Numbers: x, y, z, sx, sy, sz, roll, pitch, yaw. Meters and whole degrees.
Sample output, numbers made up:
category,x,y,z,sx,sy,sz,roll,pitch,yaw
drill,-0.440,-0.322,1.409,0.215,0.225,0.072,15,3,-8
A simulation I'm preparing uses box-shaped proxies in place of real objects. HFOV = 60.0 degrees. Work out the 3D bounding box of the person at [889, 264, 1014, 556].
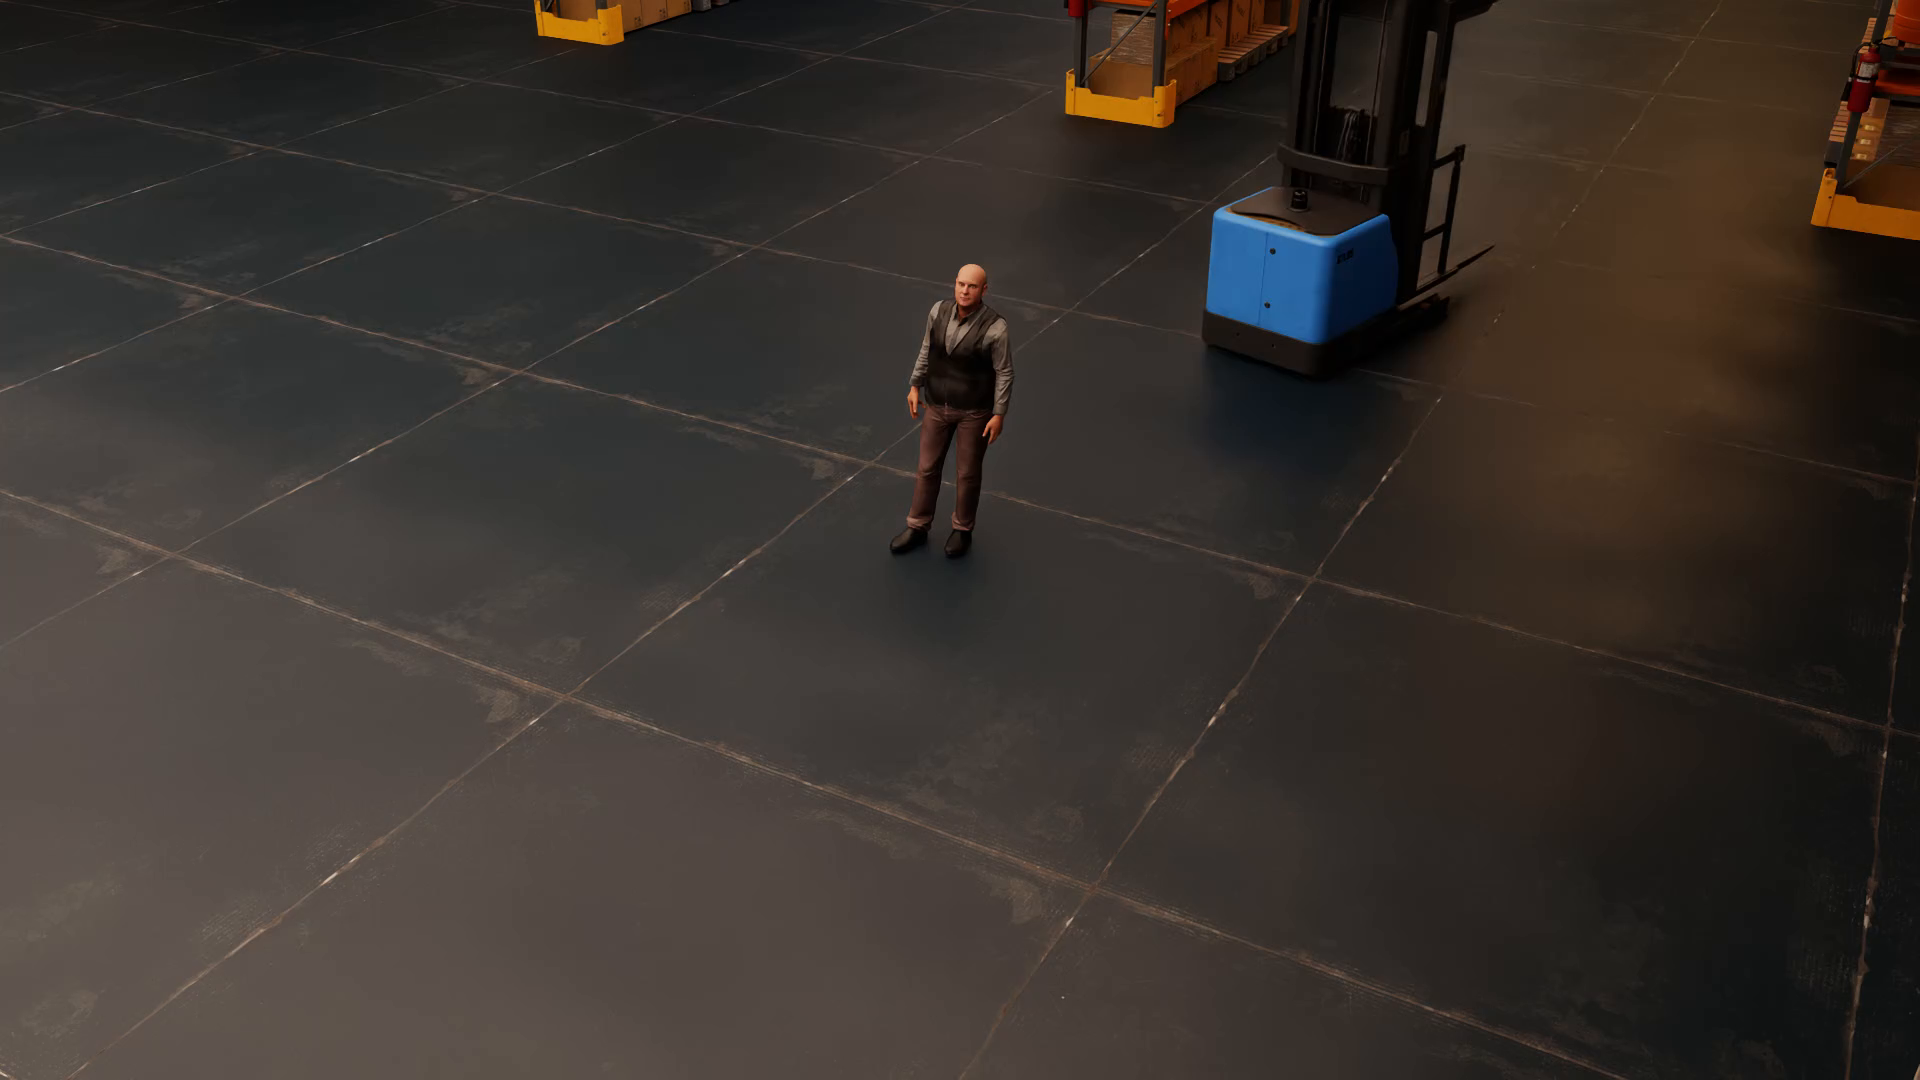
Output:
category,x,y,z,sx,sy,sz,roll,pitch,yaw
person,-0.037,-0.727,9.525,0.632,1.720,0.568,15,33,25

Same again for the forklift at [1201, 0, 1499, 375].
category,x,y,z,sx,sy,sz,roll,pitch,yaw
forklift,3.179,-3.096,12.435,1.130,2.935,3.031,25,38,36
